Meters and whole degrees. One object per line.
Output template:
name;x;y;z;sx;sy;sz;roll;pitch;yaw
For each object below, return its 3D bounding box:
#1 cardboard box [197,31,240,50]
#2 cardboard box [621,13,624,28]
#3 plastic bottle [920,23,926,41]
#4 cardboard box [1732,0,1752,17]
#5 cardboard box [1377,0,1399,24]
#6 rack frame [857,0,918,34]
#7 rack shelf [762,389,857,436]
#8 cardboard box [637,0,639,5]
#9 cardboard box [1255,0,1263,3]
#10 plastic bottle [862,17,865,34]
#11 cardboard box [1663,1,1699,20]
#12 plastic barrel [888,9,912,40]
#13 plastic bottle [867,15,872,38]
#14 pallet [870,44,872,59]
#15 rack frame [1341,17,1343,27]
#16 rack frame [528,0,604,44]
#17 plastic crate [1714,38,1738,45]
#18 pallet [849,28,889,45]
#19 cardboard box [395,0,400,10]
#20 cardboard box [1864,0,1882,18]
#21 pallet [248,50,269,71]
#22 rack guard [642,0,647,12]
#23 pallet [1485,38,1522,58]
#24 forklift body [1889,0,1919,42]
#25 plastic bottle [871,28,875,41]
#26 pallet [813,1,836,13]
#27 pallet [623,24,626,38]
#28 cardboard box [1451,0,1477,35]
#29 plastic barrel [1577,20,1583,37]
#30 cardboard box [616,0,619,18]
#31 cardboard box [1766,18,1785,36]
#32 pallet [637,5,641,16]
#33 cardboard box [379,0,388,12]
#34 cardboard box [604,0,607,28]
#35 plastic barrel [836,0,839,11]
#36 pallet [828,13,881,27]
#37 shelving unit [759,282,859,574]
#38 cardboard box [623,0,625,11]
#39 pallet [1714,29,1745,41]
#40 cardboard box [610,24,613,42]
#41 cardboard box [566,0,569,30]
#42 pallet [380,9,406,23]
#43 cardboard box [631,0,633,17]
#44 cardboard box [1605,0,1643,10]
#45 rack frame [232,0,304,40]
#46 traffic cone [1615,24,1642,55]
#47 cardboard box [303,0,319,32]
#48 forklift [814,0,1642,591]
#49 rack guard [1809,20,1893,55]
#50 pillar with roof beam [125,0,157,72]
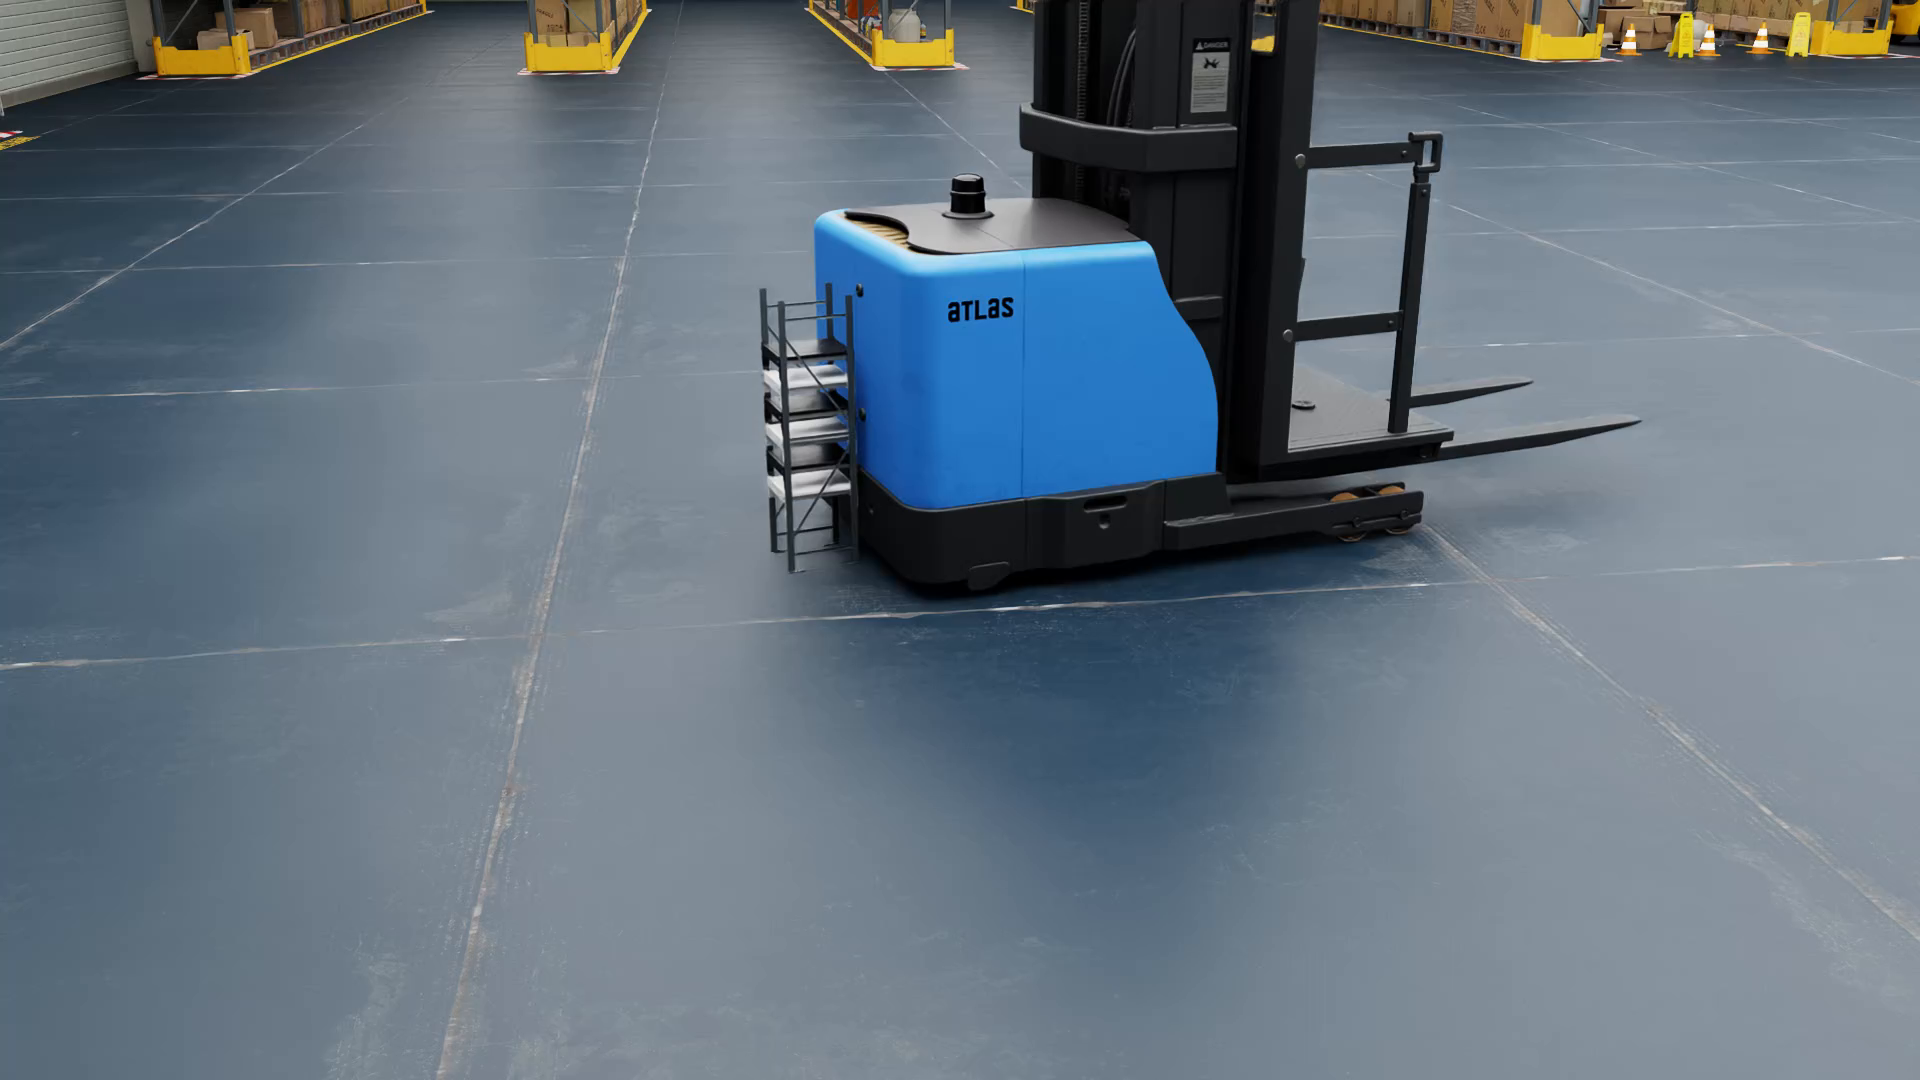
cardboard box;-10.443;-7.023;23.446;0.500;0.311;0.500;-5;21;-14
cardboard box;-6.143;-9.061;29.020;0.500;0.250;0.500;-3;21;-7
plastic bottle;-0.582;-7.903;25.860;0.097;0.271;0.097;0;20;0
cardboard box;13.482;-9.144;28.169;0.500;0.500;0.500;-2;21;-5
cardboard box;8.305;-9.869;30.468;1.050;0.750;0.750;-3;21;-8
rack frame;-1.206;-9.717;27.445;1.000;3.000;0.127;-3;21;-8
rack shelf;-0.486;-0.414;5.375;0.258;0.077;0.200;-8;22;-21
cardboard box;-7.408;-12.035;36.952;0.500;0.250;0.500;-3;21;-8
cardboard box;6.922;-12.290;37.808;0.380;0.149;0.250;-3;21;-8
plastic bottle;-1.520;-8.404;27.193;0.152;0.276;0.135;-2;21;-6
cardboard box;13.424;-9.613;30.324;0.950;0.372;0.625;-3;21;-7
plastic barrel;-0.872;-7.761;25.163;0.421;0.512;0.421;0;20;0
plastic bottle;-1.411;-8.169;26.458;0.144;0.351;0.185;-3;21;-8
pallet;-0.798;-7.331;25.042;1.003;0.211;1.213;-3;21;-8
rack frame;8.042;-11.567;32.397;1.000;3.000;0.127;-3;21;-8
rack frame;-5.531;-8.083;23.071;1.000;3.000;0.127;-3;21;-8
plastic crate;12.917;-8.514;28.396;0.402;0.080;0.583;-11;23;-26
pallet;-1.357;-8.680;28.655;1.003;0.211;1.213;-3;21;-8
cardboard box;-12.238;-11.451;35.060;0.700;0.500;0.500;-3;21;-8
cardboard box;18.113;-10.512;32.367;0.875;0.625;0.625;-4;21;-10
pallet;-10.526;-6.835;23.715;1.003;0.211;1.213;-3;21;-8
rack guard;-7.827;-12.426;38.270;1.175;0.500;0.348;-3;21;-8
pallet;9.002;-7.763;26.200;1.003;0.211;1.213;-3;21;-8
forklift body;16.911;-9.500;28.077;2.313;2.155;1.214;-3;21;-8
plastic bottle;-1.327;-7.841;25.792;0.097;0.201;0.097;0;20;0
pallet;-2.855;-12.278;38.287;1.003;0.211;1.213;-3;21;-8
pallet;-6.604;-9.260;30.207;1.003;0.211;1.213;-3;21;-8
cardboard box;8.774;-8.850;27.560;0.875;0.875;0.875;-3;21;-7
plastic barrel;10.300;-8.659;28.296;0.512;0.421;0.421;12;24;30
cardboard box;-5.921;-8.795;27.505;0.500;0.311;0.500;-3;21;-8
cardboard box;13.629;-8.436;27.345;0.500;0.250;0.500;-3;21;-8
pallet;-7.538;-11.593;36.453;1.003;0.211;1.213;-3;21;-8
cardboard box;-11.940;-10.958;33.240;0.750;0.750;0.750;-3;21;-7
cardboard box;-5.547;-7.885;24.800;0.500;0.500;0.500;-3;21;-8
plastic barrel;-2.297;-11.511;34.648;0.600;0.901;0.708;-3;21;-8
pallet;-2.110;-10.488;33.494;1.003;0.211;1.213;-3;21;-8
shelving unit;-0.486;-0.361;5.395;0.258;0.900;0.210;-8;22;-21
cardboard box;-6.284;-9.676;29.863;0.500;0.311;0.500;-3;21;-9
pallet;13.634;-8.929;29.322;1.003;0.211;1.213;-3;21;-8
cardboard box;-5.676;-7.881;25.860;0.500;0.250;0.500;-3;21;-8
cardboard box;-6.062;-7.859;24.729;0.500;0.500;0.500;-3;21;-8
pallet;-12.195;-10.948;34.726;1.003;0.211;1.213;-3;21;-8
cardboard box;-6.615;-10.415;32.258;0.500;0.500;0.500;-3;21;-8
cardboard box;11.745;-9.550;29.488;0.500;0.500;0.500;-3;21;-8
rack frame;-11.009;-9.217;26.107;1.000;3.000;0.127;-3;21;-8
traffic cone;10.524;-7.864;26.109;0.336;0.463;0.334;-3;21;-8
cardboard box;-11.289;-8.861;28.098;0.700;0.500;0.500;-3;21;-7
forklift;1.059;-1.527;5.617;3.031;2.935;1.130;-8;22;-21
rack guard;14.068;-7.937;26.251;1.175;0.500;0.348;-3;21;-8
pillar with roof beam;-7.129;-11.058;22.462;9.100;9.000;0.400;-3;21;-8
